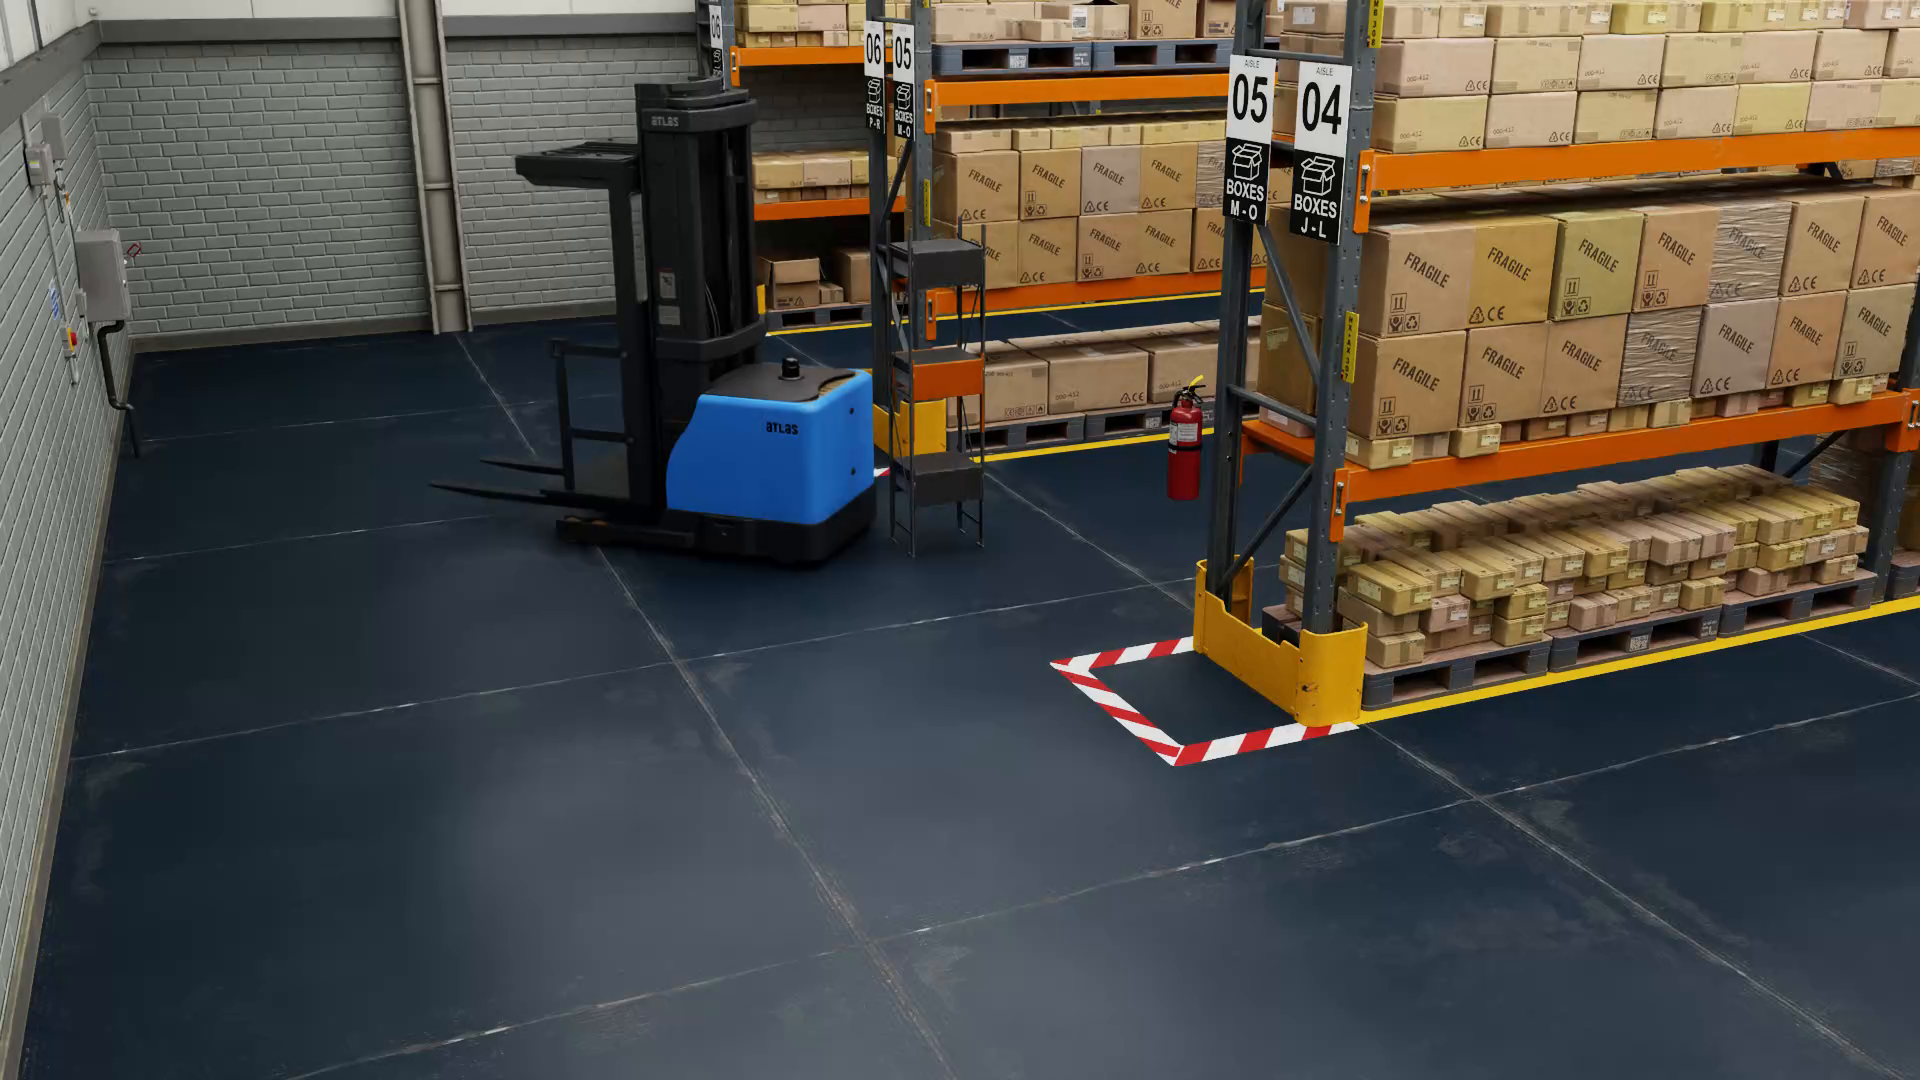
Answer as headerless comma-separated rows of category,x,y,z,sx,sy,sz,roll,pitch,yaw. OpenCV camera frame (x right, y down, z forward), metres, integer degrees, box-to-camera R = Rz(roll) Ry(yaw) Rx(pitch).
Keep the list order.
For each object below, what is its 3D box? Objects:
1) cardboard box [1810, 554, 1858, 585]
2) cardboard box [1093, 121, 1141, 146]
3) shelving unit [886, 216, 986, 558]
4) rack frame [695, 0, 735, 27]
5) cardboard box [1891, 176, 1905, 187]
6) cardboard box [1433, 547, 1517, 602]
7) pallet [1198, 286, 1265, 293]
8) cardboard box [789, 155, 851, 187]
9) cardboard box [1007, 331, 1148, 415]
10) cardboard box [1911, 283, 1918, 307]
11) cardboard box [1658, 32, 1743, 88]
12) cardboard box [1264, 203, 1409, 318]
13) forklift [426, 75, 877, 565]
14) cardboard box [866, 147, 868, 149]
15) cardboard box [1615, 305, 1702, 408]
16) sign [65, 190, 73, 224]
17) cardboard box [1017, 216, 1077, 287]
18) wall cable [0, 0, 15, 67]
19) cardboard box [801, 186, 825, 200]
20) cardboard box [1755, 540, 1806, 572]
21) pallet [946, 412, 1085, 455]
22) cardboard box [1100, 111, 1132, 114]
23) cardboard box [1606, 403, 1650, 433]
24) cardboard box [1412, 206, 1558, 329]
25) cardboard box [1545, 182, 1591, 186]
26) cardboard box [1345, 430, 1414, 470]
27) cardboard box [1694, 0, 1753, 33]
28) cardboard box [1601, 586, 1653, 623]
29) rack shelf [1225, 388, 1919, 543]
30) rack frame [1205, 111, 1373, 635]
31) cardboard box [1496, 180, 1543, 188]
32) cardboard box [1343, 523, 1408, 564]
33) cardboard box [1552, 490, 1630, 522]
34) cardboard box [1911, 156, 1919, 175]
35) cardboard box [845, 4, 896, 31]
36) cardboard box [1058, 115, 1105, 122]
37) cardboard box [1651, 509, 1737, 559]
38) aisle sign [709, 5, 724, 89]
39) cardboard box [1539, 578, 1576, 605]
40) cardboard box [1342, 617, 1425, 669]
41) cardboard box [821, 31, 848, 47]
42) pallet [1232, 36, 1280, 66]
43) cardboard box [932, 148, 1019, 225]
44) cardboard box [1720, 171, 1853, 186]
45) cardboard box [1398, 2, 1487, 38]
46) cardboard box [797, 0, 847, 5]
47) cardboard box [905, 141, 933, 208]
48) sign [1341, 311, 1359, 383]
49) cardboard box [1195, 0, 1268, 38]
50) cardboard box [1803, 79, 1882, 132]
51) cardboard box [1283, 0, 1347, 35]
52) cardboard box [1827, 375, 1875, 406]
cardboard box,5.049,0.120,9.826,0.250,0.149,0.380,-8,21,-21
cardboard box,1.180,-3.106,12.693,0.250,0.149,0.380,-8,21,-21
shelving unit,-0.152,-0.969,10.611,0.503,2.100,0.431,-8,21,-22
rack frame,-2.422,-6.495,15.920,0.127,3.000,1.000,-8,21,-22
cardboard box,8.978,-3.526,16.265,0.250,0.149,0.380,-9,21,-24
cardboard box,2.704,0.177,8.766,0.250,0.149,0.380,-8,21,-22
pallet,3.105,-3.157,19.670,1.213,0.211,1.003,-8,21,-22
cardboard box,-1.436,-3.779,17.017,0.500,0.250,0.500,-8,21,-21
cardboard box,0.951,-1.382,13.657,0.875,0.438,0.875,-8,21,-20
cardboard box,5.561,-1.515,10.106,0.250,0.149,0.380,-7,21,-20
cardboard box,3.519,-2.414,8.317,0.500,0.250,0.500,-9,21,-24
cardboard box,1.923,-1.452,8.524,0.500,0.500,0.500,-9,21,-23
forklift,-2.138,-1.501,10.871,3.031,2.935,1.130,7,20,18
cardboard box,-0.694,-4.077,17.862,0.500,0.250,0.500,-8,21,-22
cardboard box,3.525,-1.026,8.822,0.500,0.500,0.500,-9,21,-23
sign,-6.487,-2.409,12.104,0.001,0.242,0.339,-8,21,-22
cardboard box,0.556,-2.250,12.746,0.500,0.500,0.500,-8,21,-23
wall cable,-5.564,-4.148,9.253,0.029,3.000,0.463,-8,21,-22
cardboard box,-1.569,-3.600,17.107,0.250,0.149,0.380,-8,21,-23
cardboard box,4.628,0.042,9.598,0.250,0.149,0.380,-9,21,-24
pallet,0.251,-0.966,13.449,1.213,0.211,1.003,-8,21,-22
cardboard box,1.784,-4.433,18.312,0.500,0.500,0.700,-8,21,-21
cardboard box,3.441,-0.701,8.875,0.250,0.149,0.380,-7,21,-20
cardboard box,2.579,-1.362,8.269,0.500,0.500,0.500,-8,21,-20
cardboard box,5.141,-3.018,14.551,0.500,0.250,0.500,-9,21,-24
cardboard box,2.028,-0.481,8.248,0.250,0.149,0.380,-8,21,-22
cardboard box,3.693,-2.608,8.270,0.250,0.149,0.380,-9,21,-23
cardboard box,3.624,0.311,9.281,0.250,0.149,0.380,-8,21,-22
rack shelf,3.438,-0.580,9.236,4.000,0.370,1.077,-8,21,-22
rack frame,1.601,-0.656,8.370,0.127,3.000,1.000,-8,21,-22
cardboard box,4.656,-3.308,14.246,0.500,0.500,0.500,-9,21,-23
cardboard box,2.240,0.047,9.136,0.250,0.149,0.380,-8,21,-21
cardboard box,3.673,-0.157,9.716,0.250,0.149,0.380,-9,21,-24
cardboard box,9.302,-3.854,16.221,0.500,0.500,0.500,-7,21,-20
cardboard box,-0.973,-5.262,16.711,0.500,0.250,0.500,-9,21,-24
cardboard box,0.948,-3.270,13.160,0.250,0.149,0.380,-8,21,-21
cardboard box,4.125,-0.036,9.371,0.250,0.149,0.380,-9,21,-25
aisle sign,-2.368,-4.793,16.205,0.004,0.787,0.394,-8,21,-22
cardboard box,3.132,0.217,9.102,0.250,0.149,0.380,-9,21,-25
cardboard box,2.209,0.519,8.692,0.250,0.149,0.380,-8,21,-21
cardboard box,-1.295,-5.006,16.584,0.250,0.149,0.380,-8,21,-21
pallet,2.465,-3.947,13.333,1.213,0.211,1.003,-8,21,-22
cardboard box,0.101,-2.648,12.369,0.500,0.500,0.500,-9,21,-23
cardboard box,4.763,-1.857,9.674,0.500,0.500,0.500,-8,21,-21
cardboard box,2.230,-2.426,7.751,0.250,0.149,0.380,-7,21,-20
cardboard box,-1.440,-5.429,16.433,0.500,0.250,0.500,-8,21,-22
cardboard box,-0.104,-2.807,12.823,0.500,0.500,0.500,-7,21,-20
sign,1.816,-0.899,7.756,0.005,0.325,0.100,-8,21,-22
cardboard box,1.995,-4.200,12.980,0.637,0.503,0.797,-6,20,-18
cardboard box,4.467,-2.318,8.797,0.500,0.250,0.500,-8,21,-22
cardboard box,1.790,-2.558,8.126,0.250,0.149,0.380,-8,21,-22
cardboard box,4.911,-0.888,9.406,0.250,0.149,0.380,-9,21,-23
